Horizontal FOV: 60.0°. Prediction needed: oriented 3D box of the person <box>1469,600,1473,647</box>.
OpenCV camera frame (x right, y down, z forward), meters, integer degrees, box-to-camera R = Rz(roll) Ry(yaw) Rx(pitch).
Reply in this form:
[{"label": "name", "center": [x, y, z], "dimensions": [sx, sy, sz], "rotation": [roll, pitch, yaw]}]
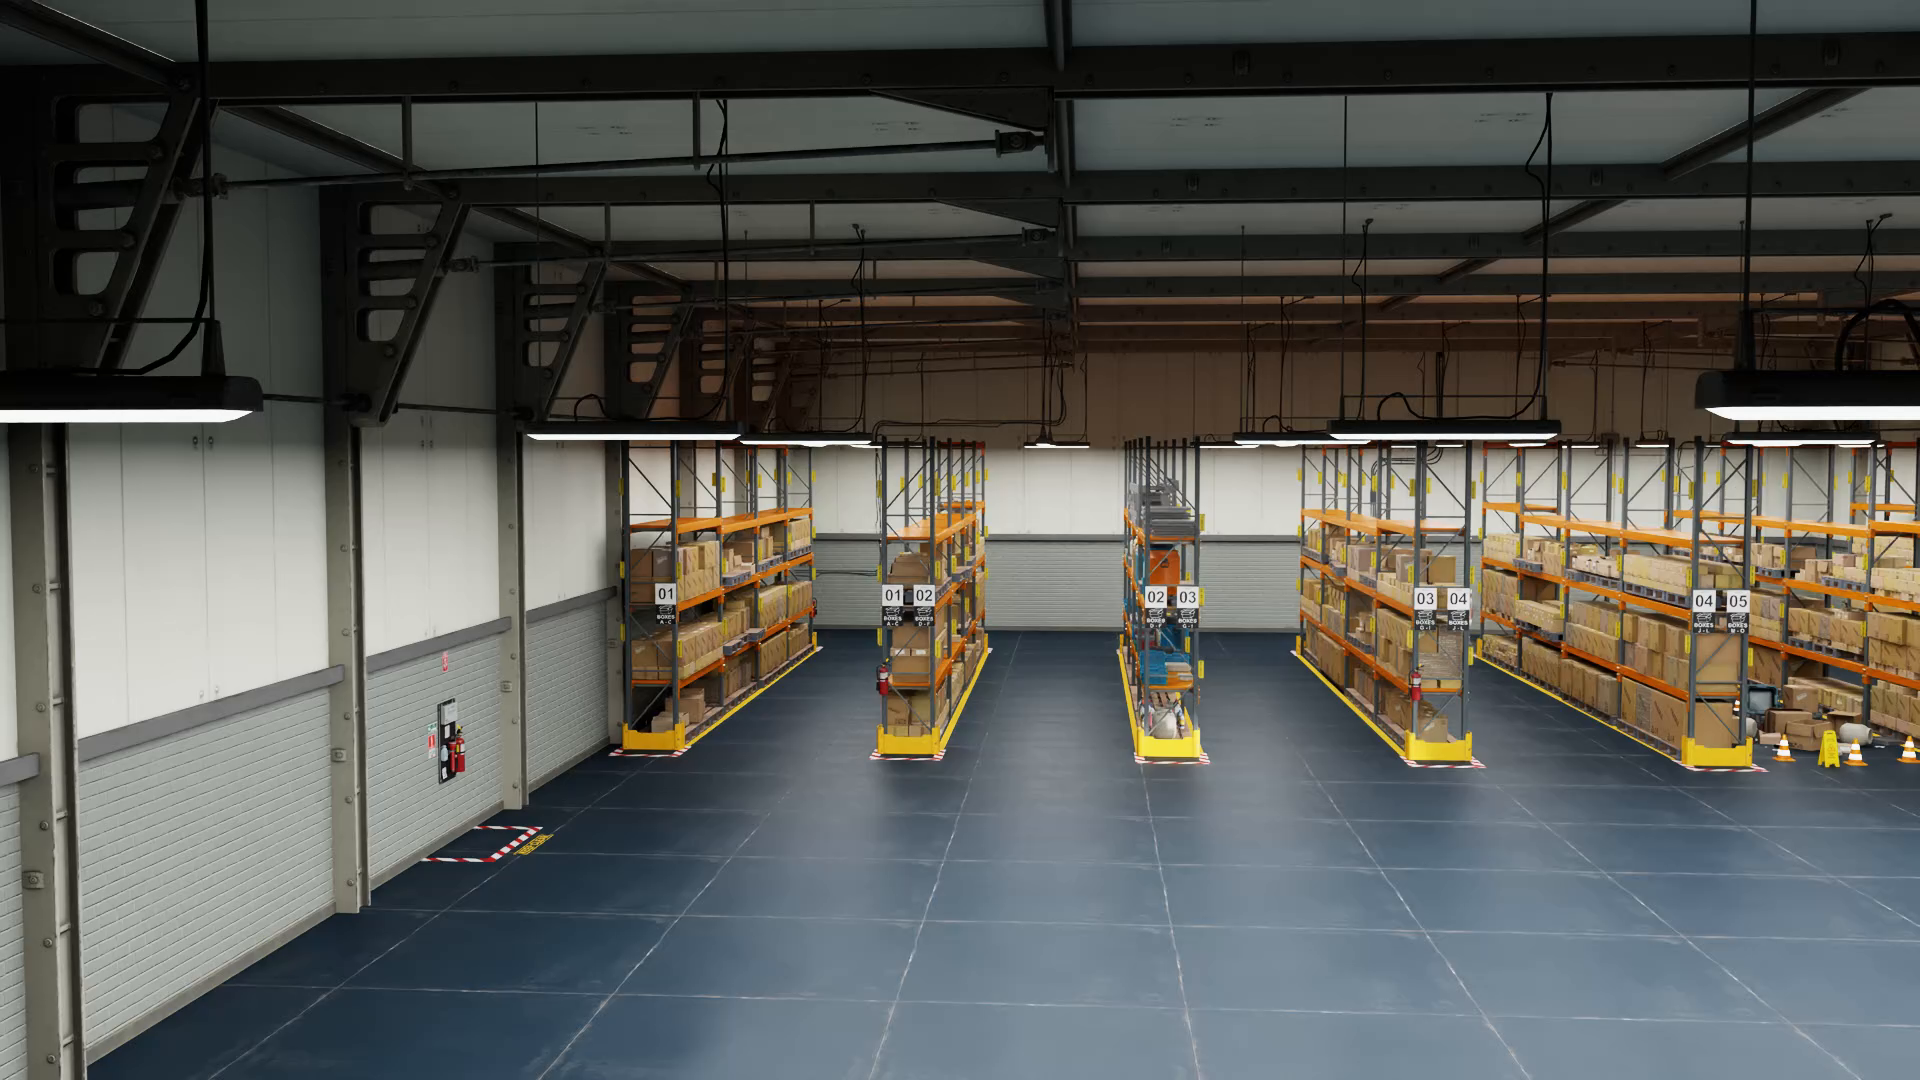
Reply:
[{"label": "person", "center": [14.347, 2.275, 47.460], "dimensions": [0.474, 1.785, 0.612], "rotation": [-1, 3, -16]}]
